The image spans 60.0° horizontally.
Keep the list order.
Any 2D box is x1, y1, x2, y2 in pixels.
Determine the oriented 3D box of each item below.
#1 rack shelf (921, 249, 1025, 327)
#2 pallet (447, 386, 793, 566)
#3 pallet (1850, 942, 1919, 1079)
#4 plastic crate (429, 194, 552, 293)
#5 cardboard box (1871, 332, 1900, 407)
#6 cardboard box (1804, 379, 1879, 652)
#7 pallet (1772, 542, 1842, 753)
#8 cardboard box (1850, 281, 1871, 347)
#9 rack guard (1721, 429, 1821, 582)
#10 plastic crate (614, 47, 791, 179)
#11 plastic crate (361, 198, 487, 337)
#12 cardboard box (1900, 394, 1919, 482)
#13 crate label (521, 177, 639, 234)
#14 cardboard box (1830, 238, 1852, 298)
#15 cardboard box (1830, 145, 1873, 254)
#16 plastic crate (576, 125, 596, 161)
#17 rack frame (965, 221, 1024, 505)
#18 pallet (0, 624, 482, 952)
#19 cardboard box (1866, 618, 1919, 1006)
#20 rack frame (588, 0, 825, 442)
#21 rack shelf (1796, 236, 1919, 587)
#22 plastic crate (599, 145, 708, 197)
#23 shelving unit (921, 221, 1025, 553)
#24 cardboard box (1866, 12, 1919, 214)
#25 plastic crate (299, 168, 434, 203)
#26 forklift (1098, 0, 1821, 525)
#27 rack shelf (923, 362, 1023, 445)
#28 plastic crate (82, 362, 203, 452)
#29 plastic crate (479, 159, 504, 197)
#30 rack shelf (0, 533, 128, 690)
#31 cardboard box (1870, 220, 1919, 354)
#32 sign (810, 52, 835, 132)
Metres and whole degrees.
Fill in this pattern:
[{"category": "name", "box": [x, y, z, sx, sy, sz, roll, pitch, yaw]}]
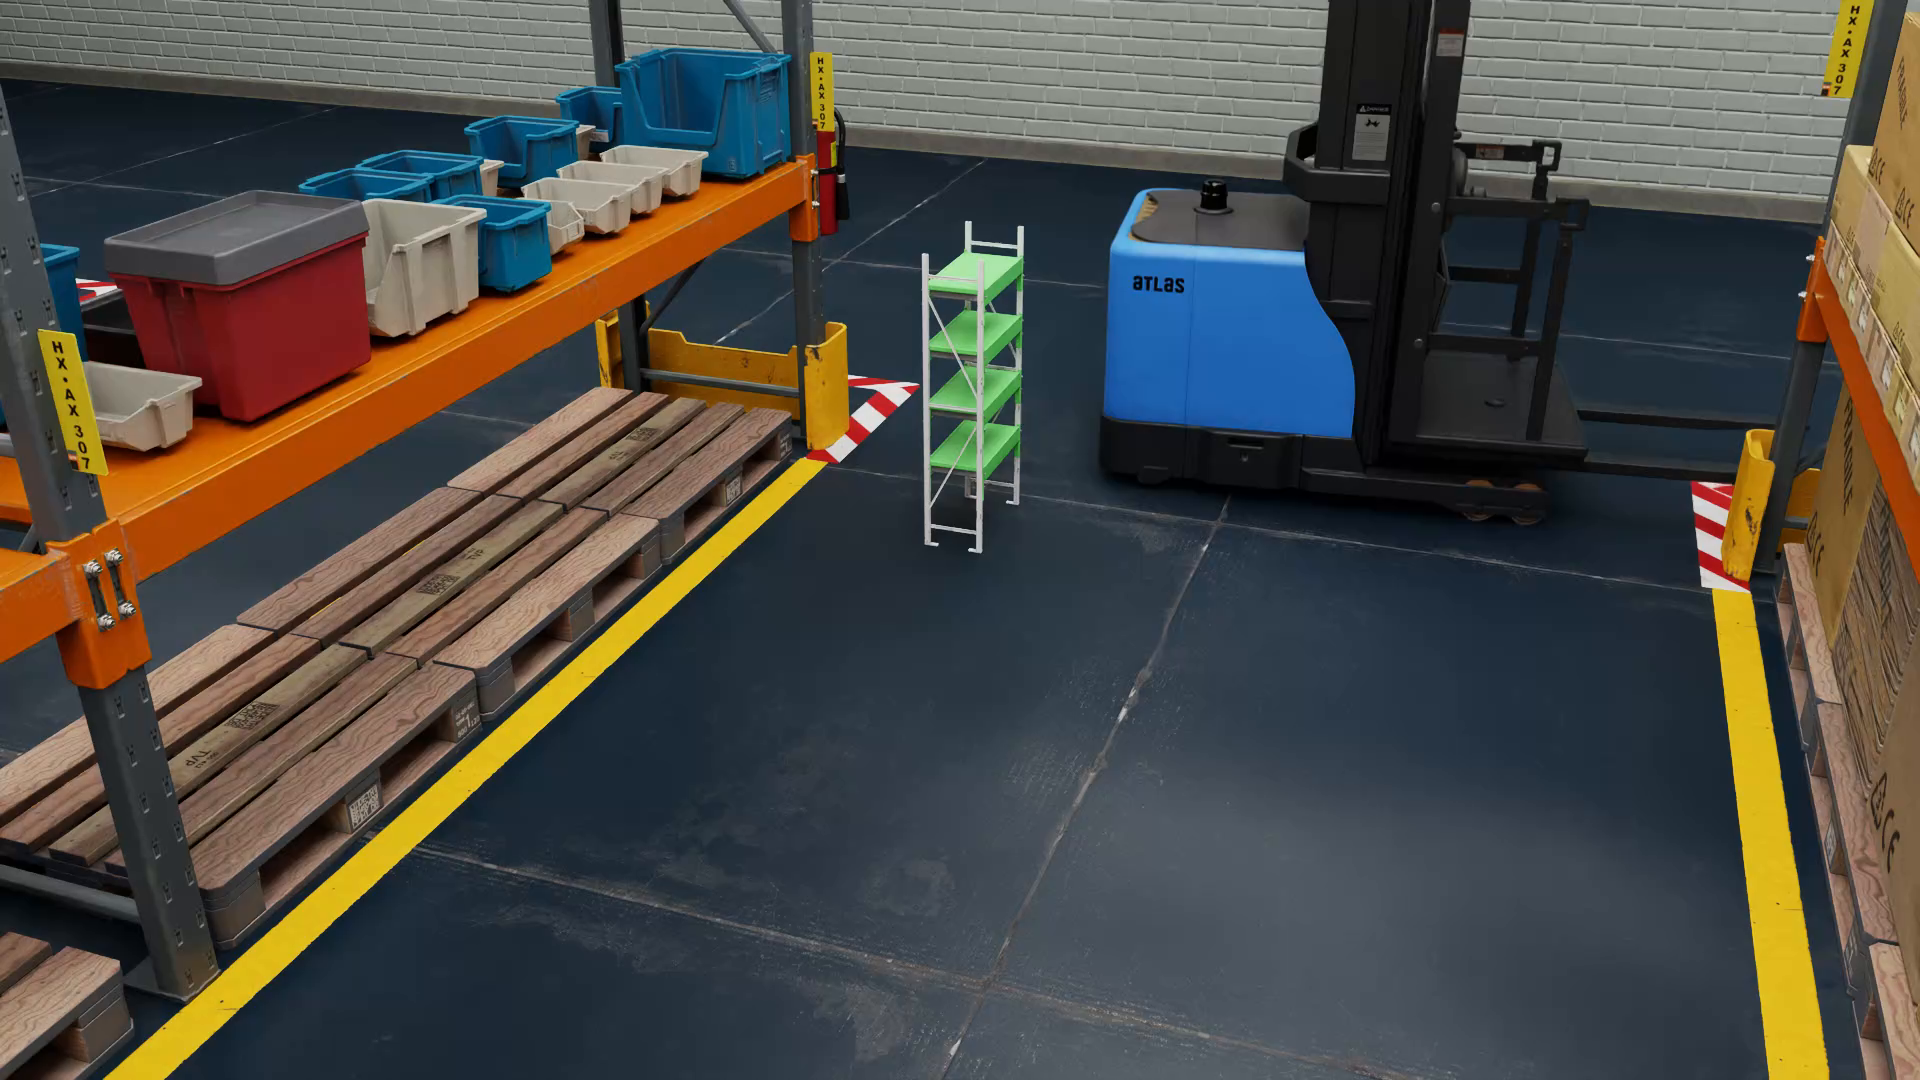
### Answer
[{"category": "rack shelf", "box": [0.055, -0.983, 6.448, 0.258, 0.148, 0.480, 9, 27, 17]}, {"category": "pallet", "box": [-1.418, -0.307, 7.141, 1.003, 0.211, 1.213, 9, 27, 17]}, {"category": "pallet", "box": [2.560, 1.421, 3.573, 1.003, 0.211, 1.213, 9, 27, 17]}, {"category": "plastic crate", "box": [-1.548, -0.965, 5.425, 0.416, 0.233, 0.300, 9, 27, 17]}, {"category": "cardboard box", "box": [2.709, -0.437, 4.498, 0.380, 0.149, 0.250, 8, 27, 17]}, {"category": "cardboard box", "box": [3.426, -0.135, 5.543, 0.875, 0.875, 0.875, 9, 27, 17]}, {"category": "pallet", "box": [3.372, 0.418, 5.644, 1.003, 0.211, 1.213, 9, 27, 17]}, {"category": "cardboard box", "box": [2.880, -0.647, 4.933, 0.380, 0.149, 0.250, 8, 27, 17]}, {"category": "rack guard", "box": [3.572, -0.062, 6.303, 1.175, 0.500, 0.348, 9, 27, 17]}, {"category": "plastic crate", "box": [-1.042, -1.773, 6.861, 0.616, 0.435, 0.499, 9, 27, 17]}, {"category": "plastic crate", "box": [-1.756, -0.826, 5.080, 0.437, 0.282, 0.530, 9, 27, 17]}, {"category": "cardboard box", "box": [2.538, -0.225, 4.061, 0.380, 0.149, 0.250, 9, 27, 18]}, {"category": "crate label", "box": [-1.387, -1.207, 6.034, 0.396, 0.136, 0.243, 9, 27, 17]}, {"category": "cardboard box", "box": [3.051, -0.860, 5.372, 0.380, 0.149, 0.250, 8, 27, 17]}, {"category": "cardboard box", "box": [3.150, -1.085, 5.380, 0.500, 0.250, 0.500, 8, 27, 16]}, {"category": "plastic crate", "box": [-1.684, -1.630, 6.908, 0.250, 0.136, 0.298, 9, 27, 17]}, {"category": "rack frame", "box": [0.136, -0.708, 6.836, 0.240, 1.200, 0.015, 9, 27, 17]}, {"category": "pallet", "box": [-2.230, 0.696, 5.070, 1.003, 0.211, 1.213, 9, 27, 17]}, {"category": "cardboard box", "box": [2.827, 0.605, 4.015, 0.875, 0.875, 0.875, 9, 27, 17]}, {"category": "rack frame", "box": [-1.107, -1.895, 7.222, 1.000, 3.000, 0.127, 9, 27, 17]}, {"category": "rack shelf", "box": [2.898, -0.031, 4.197, 1.077, 0.370, 4.000, 9, 27, 17]}, {"category": "plastic crate", "box": [-1.207, -1.442, 6.520, 0.396, 0.136, 0.243, 9, 27, 17]}, {"category": "shelving unit", "box": [0.055, -0.608, 6.629, 0.258, 1.200, 0.503, 9, 27, 17]}, {"category": "cardboard box", "box": [2.983, -1.217, 4.792, 0.500, 0.500, 0.500, 8, 27, 16]}, {"category": "plastic crate", "box": [-2.037, -1.128, 5.762, 0.416, 0.233, 0.300, 9, 27, 17]}, {"category": "forklift", "box": [2.177, -1.637, 6.767, 3.031, 2.935, 1.130, 5, 26, 11]}, {"category": "rack shelf", "box": [0.055, -0.551, 6.657, 0.258, 0.148, 0.480, 9, 27, 17]}, {"category": "plastic crate", "box": [-2.148, -0.330, 4.223, 0.396, 0.136, 0.243, 9, 27, 17]}, {"category": "plastic crate", "box": [-1.910, -1.351, 6.332, 0.250, 0.136, 0.298, 9, 27, 17]}, {"category": "rack shelf", "box": [-3.103, 0.895, 2.286, 1.077, 0.370, 4.000, 9, 27, 17]}, {"category": "cardboard box", "box": [2.812, -0.664, 4.511, 0.500, 0.250, 0.500, 8, 27, 16]}, {"category": "sign", "box": [-0.583, -1.895, 7.035, 0.100, 0.325, 0.005, 9, 27, 17]}]
